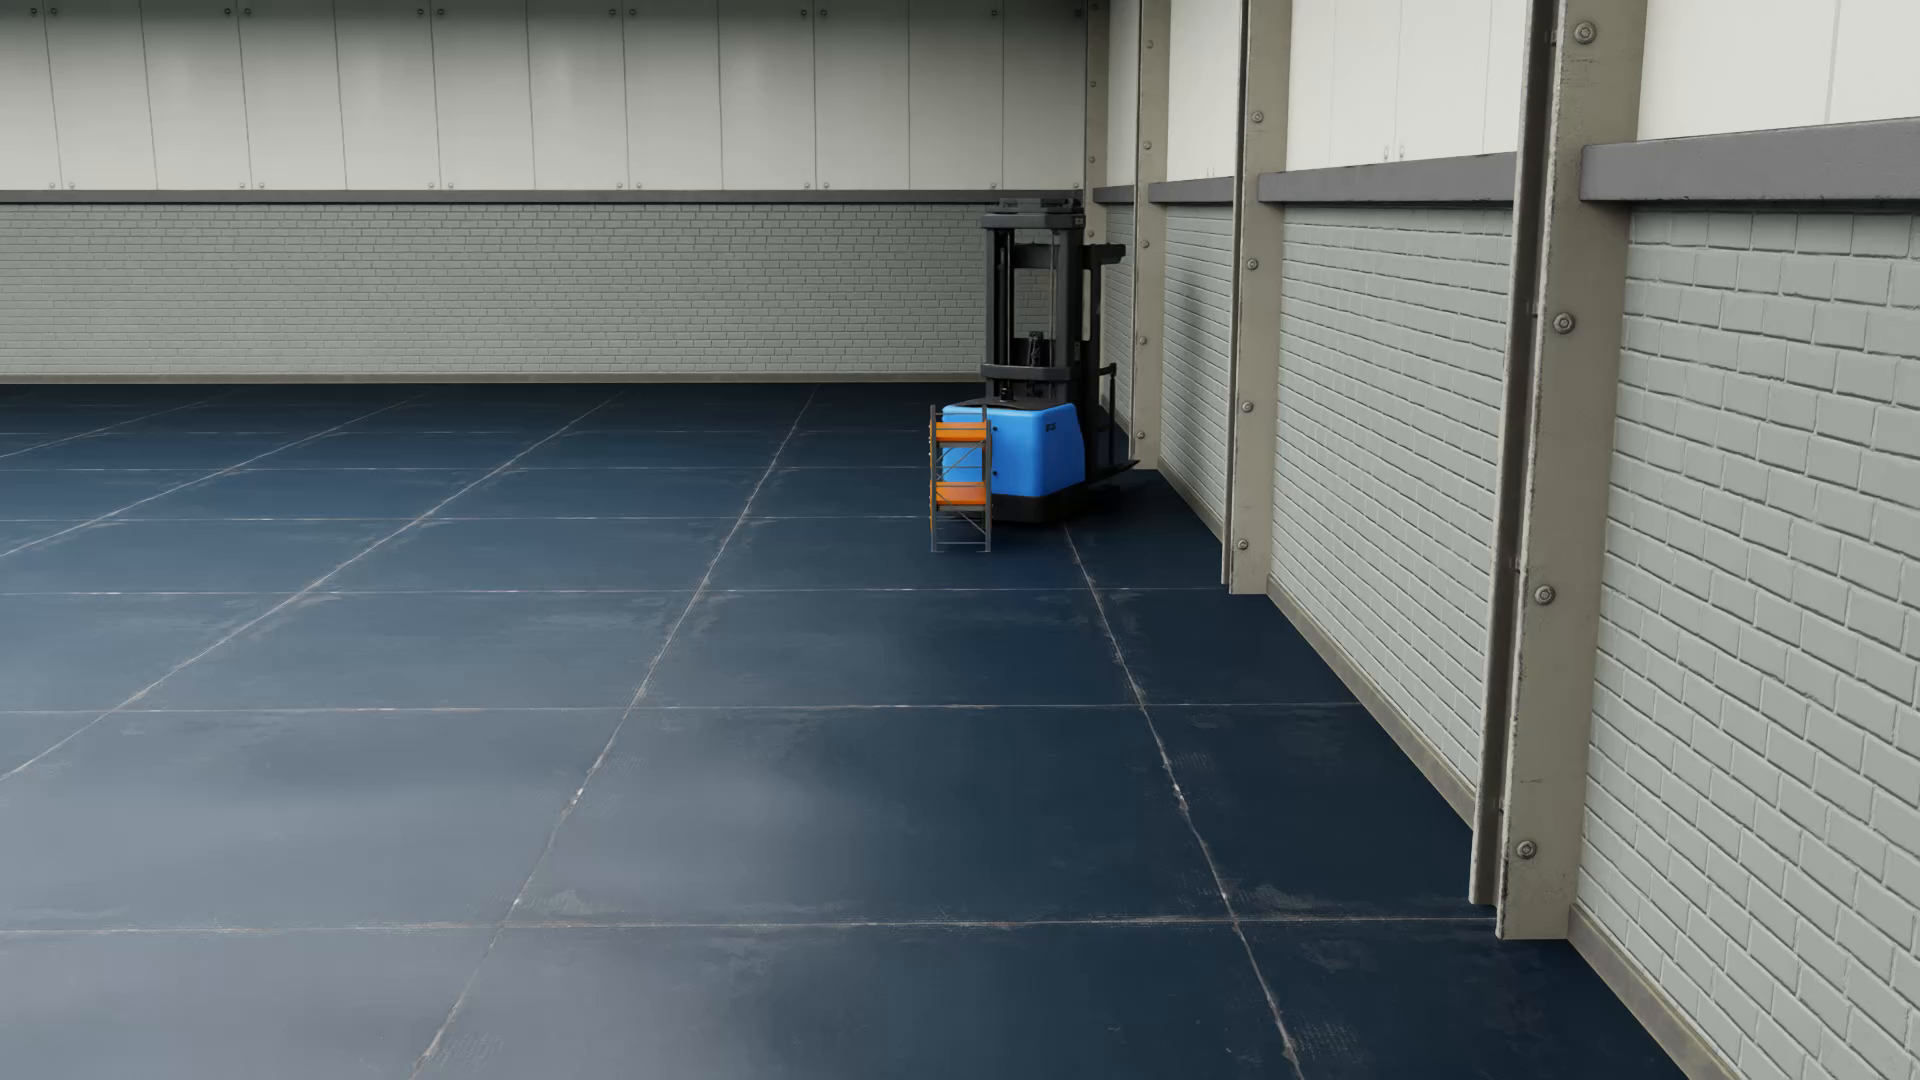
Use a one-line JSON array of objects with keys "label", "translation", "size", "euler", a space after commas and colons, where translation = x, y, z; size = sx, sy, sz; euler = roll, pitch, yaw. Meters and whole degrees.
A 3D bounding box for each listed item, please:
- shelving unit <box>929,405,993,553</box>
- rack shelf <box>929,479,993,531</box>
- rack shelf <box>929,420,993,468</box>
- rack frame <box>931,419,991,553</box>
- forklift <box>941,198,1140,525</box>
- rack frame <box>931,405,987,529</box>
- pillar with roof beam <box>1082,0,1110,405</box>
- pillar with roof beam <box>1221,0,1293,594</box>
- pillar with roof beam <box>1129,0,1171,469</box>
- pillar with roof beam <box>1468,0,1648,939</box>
[{"label": "shelving unit", "translation": [0.000, -0.550, 14.441], "size": [0.538, 1.125, 1.048], "euler": [0, 11, -1]}, {"label": "rack shelf", "translation": [0.000, -0.310, 14.489], "size": [0.538, 0.278, 1.000], "euler": [0, 11, -1]}, {"label": "rack shelf", "translation": [0.000, -0.837, 14.382], "size": [0.538, 0.278, 1.000], "euler": [0, 11, -1]}, {"label": "rack frame", "translation": [0.011, -0.449, 13.943], "size": [0.500, 1.125, 0.032], "euler": [0, 11, -1]}, {"label": "forklift", "translation": [0.931, -1.823, 16.173], "size": [1.130, 2.935, 3.031], "euler": [6, 13, 26]}, {"label": "rack frame", "translation": [-0.010, -0.651, 14.939], "size": [0.500, 1.125, 0.032], "euler": [0, 11, -1]}, {"label": "pillar with roof beam", "translation": [-2.362, -6.410, 23.520], "size": [9.100, 9.000, 0.400], "euler": [0, 11, -1]}, {"label": "pillar with roof beam", "translation": [-2.114, -4.024, 11.762], "size": [9.100, 9.000, 0.400], "euler": [0, 11, -1]}, {"label": "pillar with roof beam", "translation": [-2.238, -5.217, 17.641], "size": [9.100, 9.000, 0.400], "euler": [0, 11, -1]}, {"label": "pillar with roof beam", "translation": [-1.990, -2.831, 5.883], "size": [9.100, 9.000, 0.400], "euler": [0, 11, -1]}]
